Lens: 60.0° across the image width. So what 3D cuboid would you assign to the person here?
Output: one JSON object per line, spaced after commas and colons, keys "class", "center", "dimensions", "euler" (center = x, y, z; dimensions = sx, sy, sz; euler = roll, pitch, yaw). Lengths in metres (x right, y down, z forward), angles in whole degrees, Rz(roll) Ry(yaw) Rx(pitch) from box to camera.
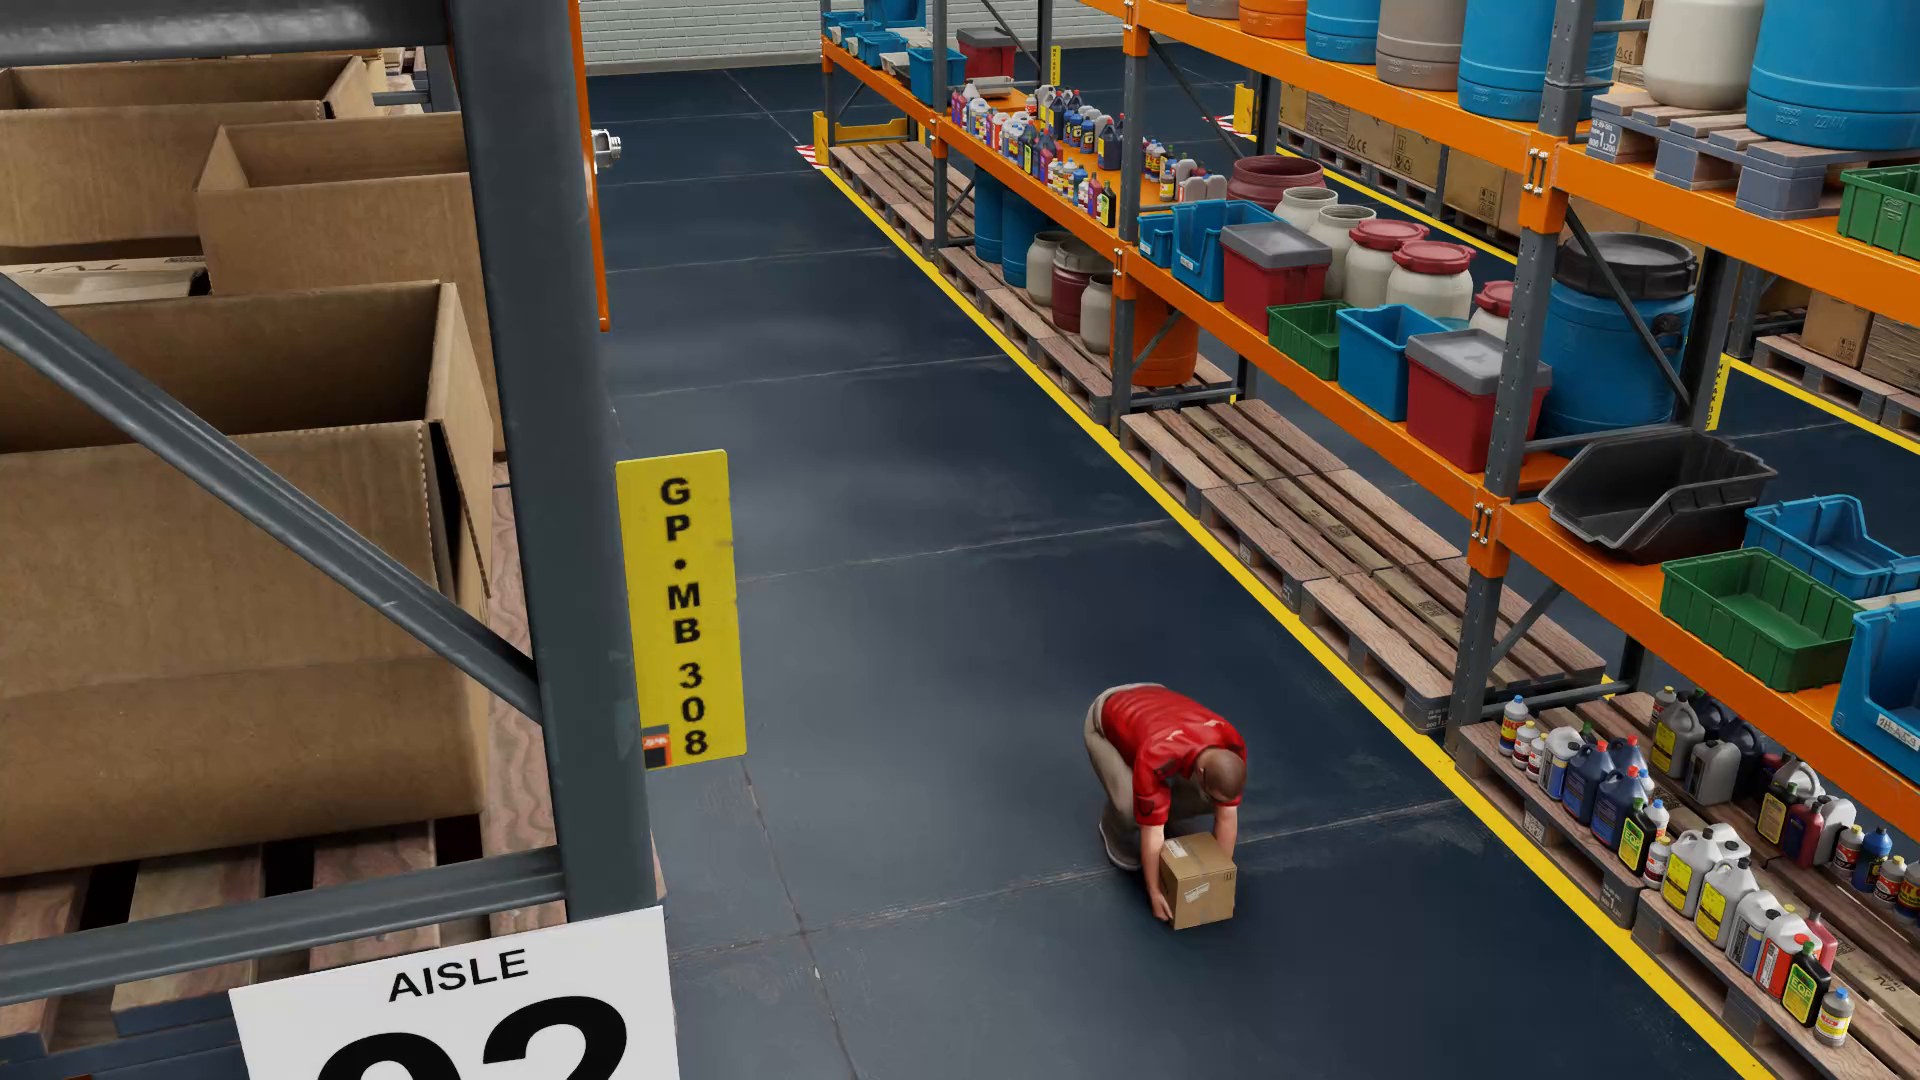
{"class": "person", "center": [0.848, 0.916, 6.667], "dimensions": [0.529, 0.935, 0.955], "euler": [-9, 28, -19]}
